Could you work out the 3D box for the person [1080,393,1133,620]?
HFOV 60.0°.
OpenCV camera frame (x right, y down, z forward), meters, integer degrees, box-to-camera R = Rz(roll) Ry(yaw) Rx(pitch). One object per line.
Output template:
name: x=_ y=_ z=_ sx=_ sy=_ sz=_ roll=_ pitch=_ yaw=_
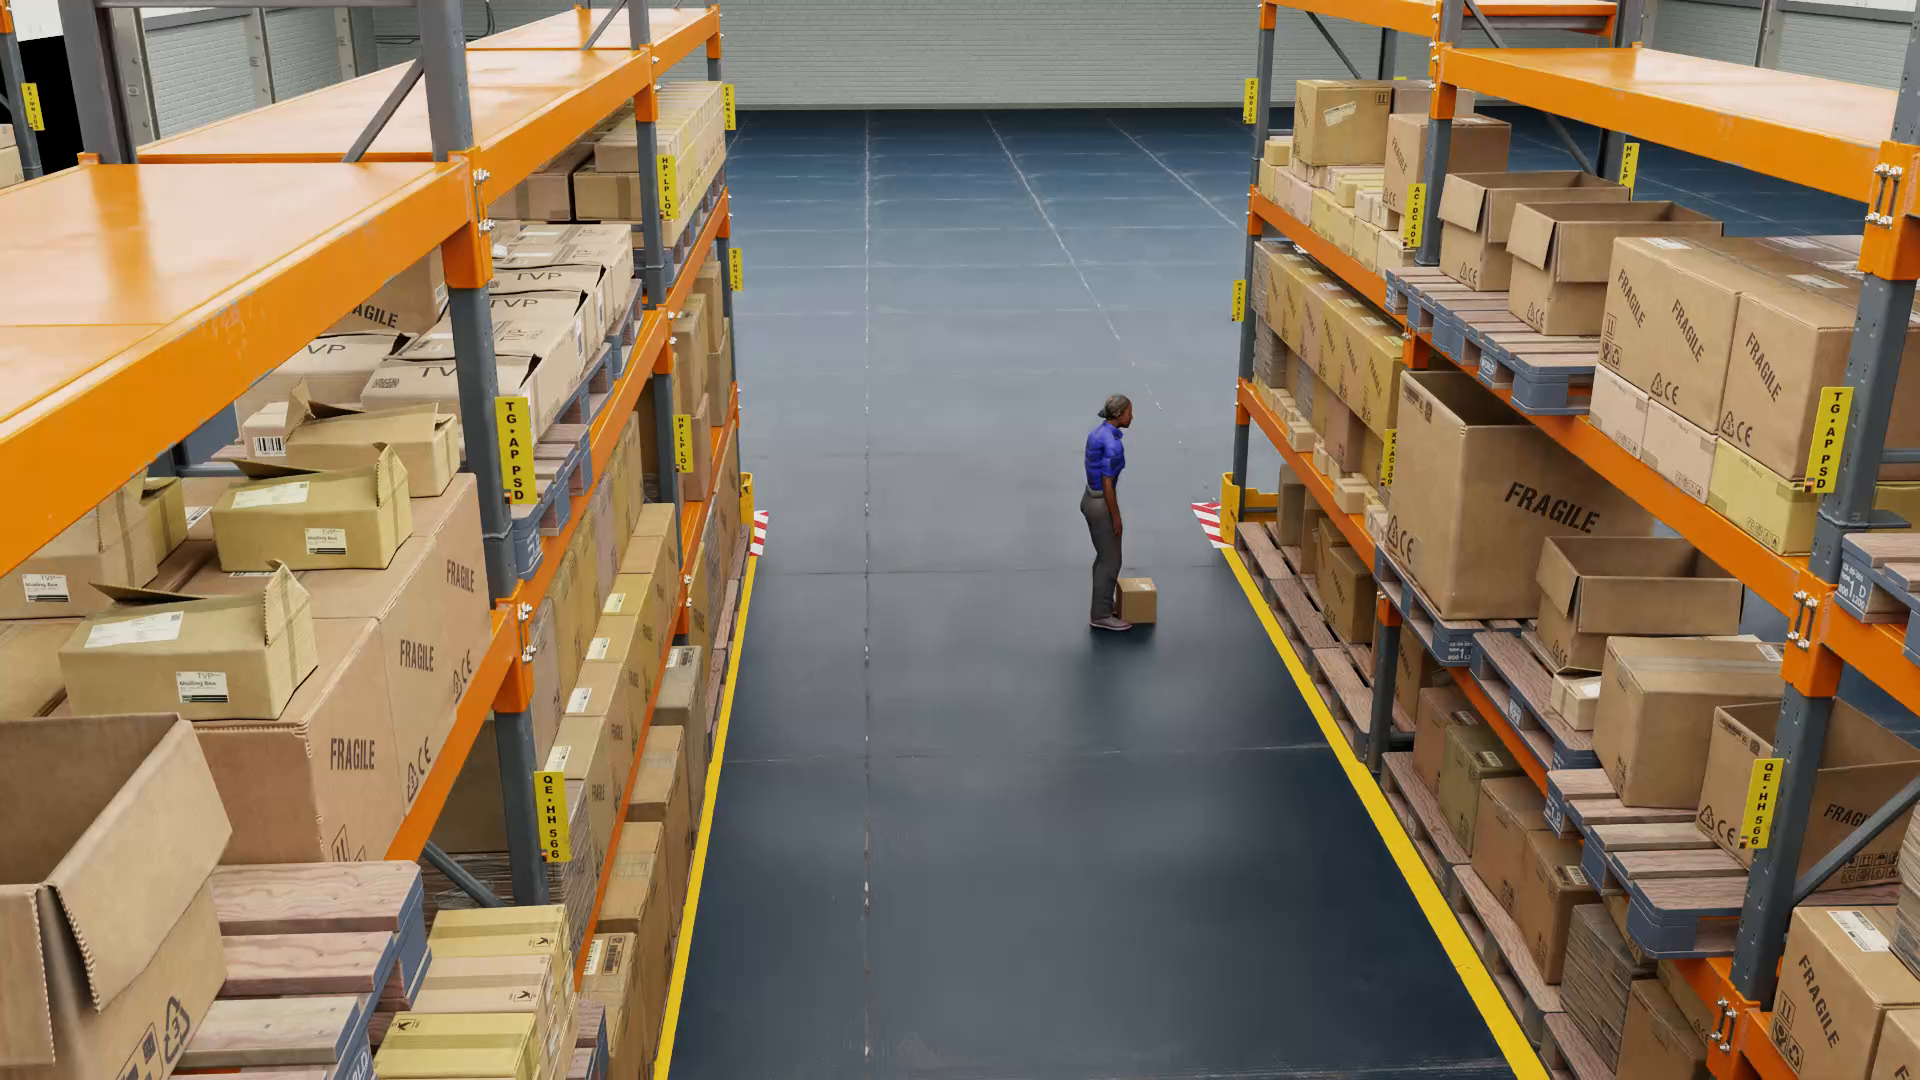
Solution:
person: x=1.027 y=-0.254 z=11.665 sx=0.350 sy=1.586 sz=0.500 roll=-2 pitch=21 yaw=-6
